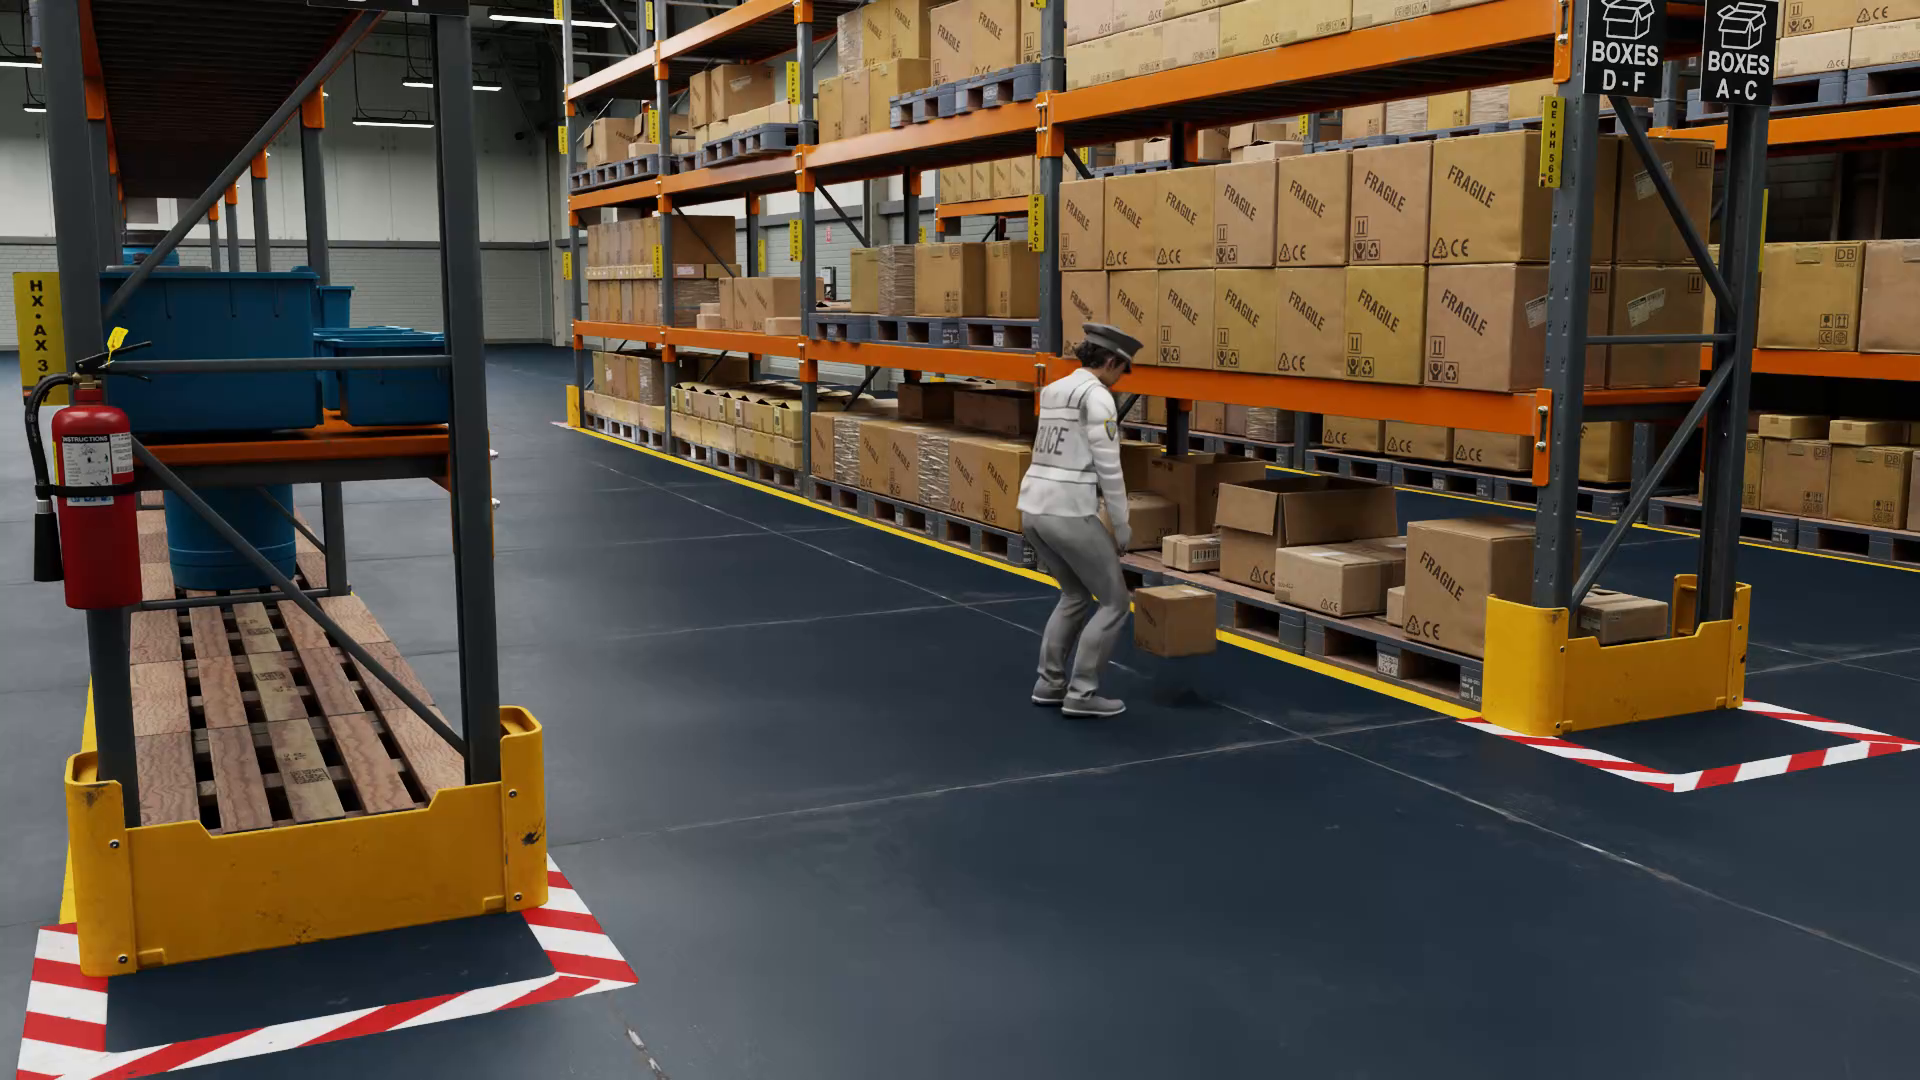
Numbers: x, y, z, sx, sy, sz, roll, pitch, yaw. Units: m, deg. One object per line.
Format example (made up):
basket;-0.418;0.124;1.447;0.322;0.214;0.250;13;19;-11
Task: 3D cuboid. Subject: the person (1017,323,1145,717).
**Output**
person;0.488;-0.086;6.750;0.526;1.576;0.516;-4;9;-25
